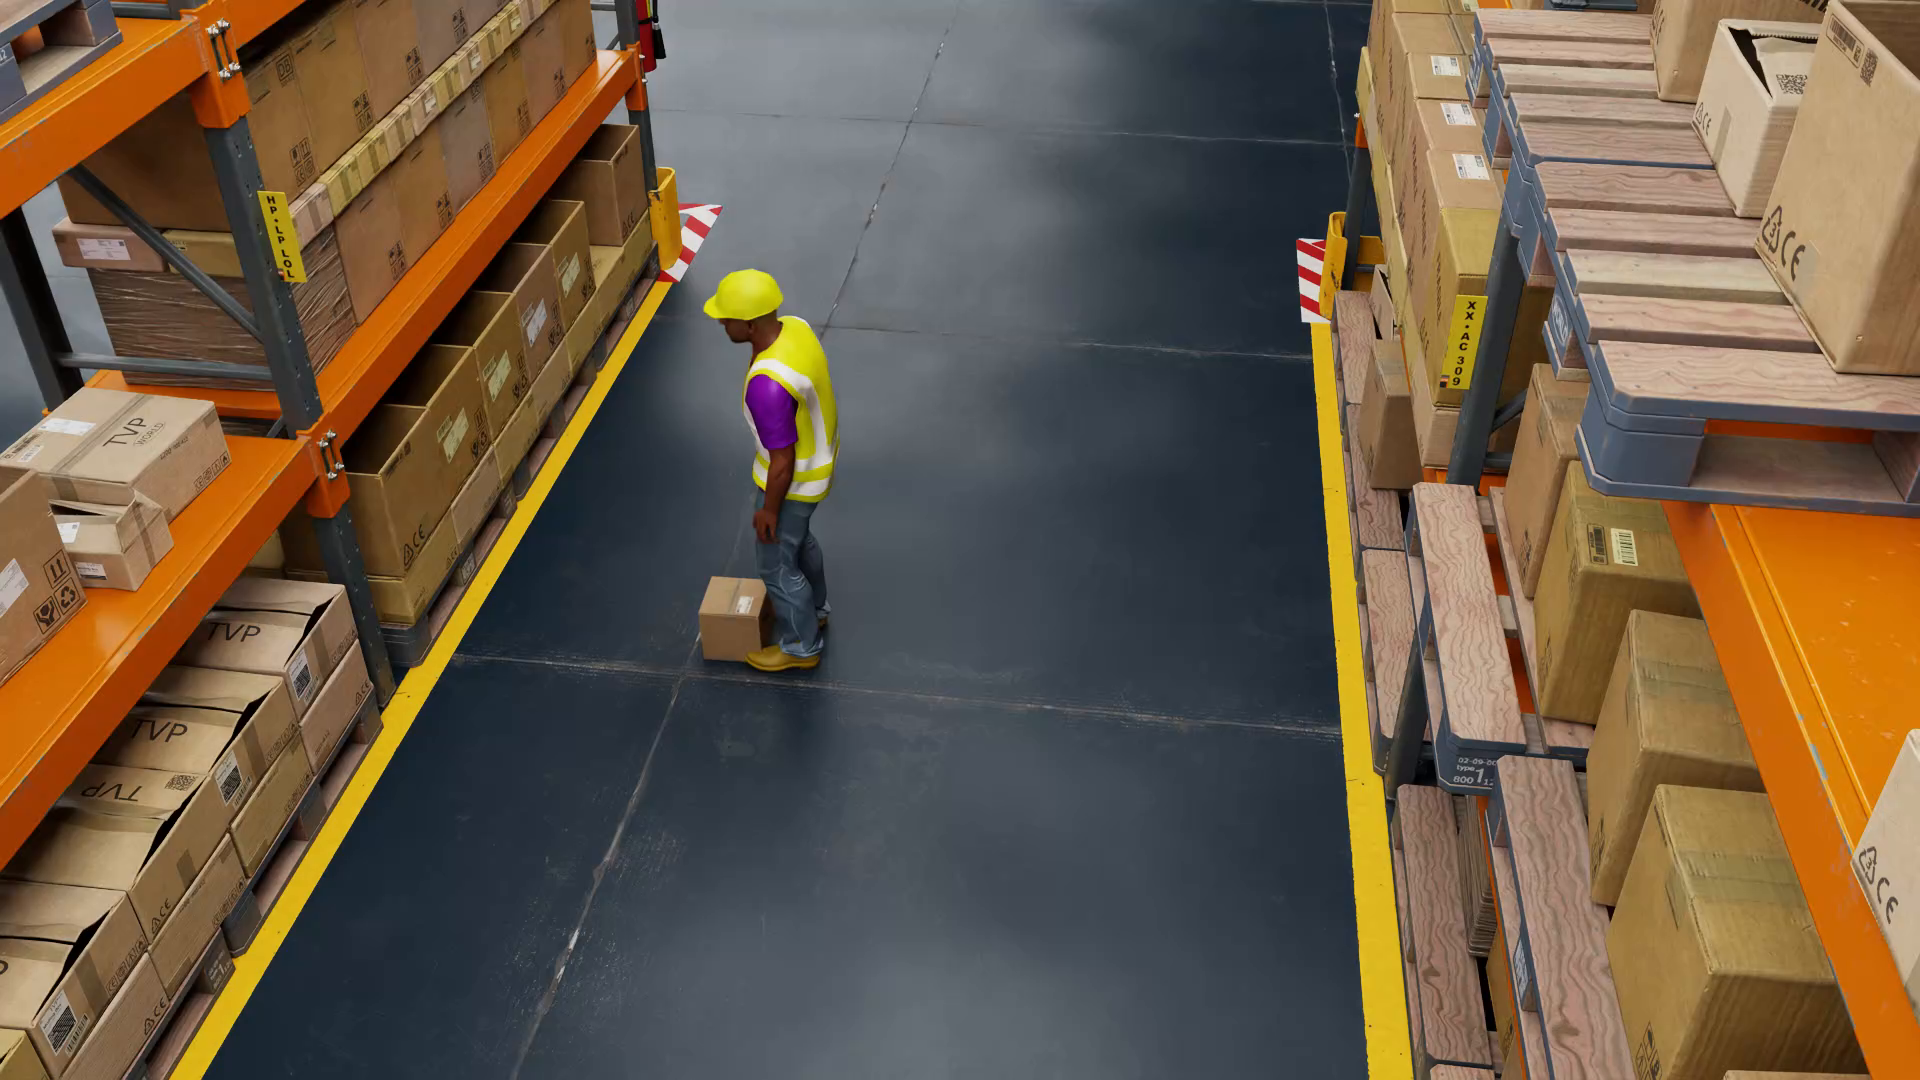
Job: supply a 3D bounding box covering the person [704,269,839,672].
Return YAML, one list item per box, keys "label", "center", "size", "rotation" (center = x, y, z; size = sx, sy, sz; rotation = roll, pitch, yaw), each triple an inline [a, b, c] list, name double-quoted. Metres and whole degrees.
- label: "person"
  center: [-0.701, -0.266, 6.499]
  size: [0.461, 1.759, 0.621]
  rotation: [3, 36, 4]
